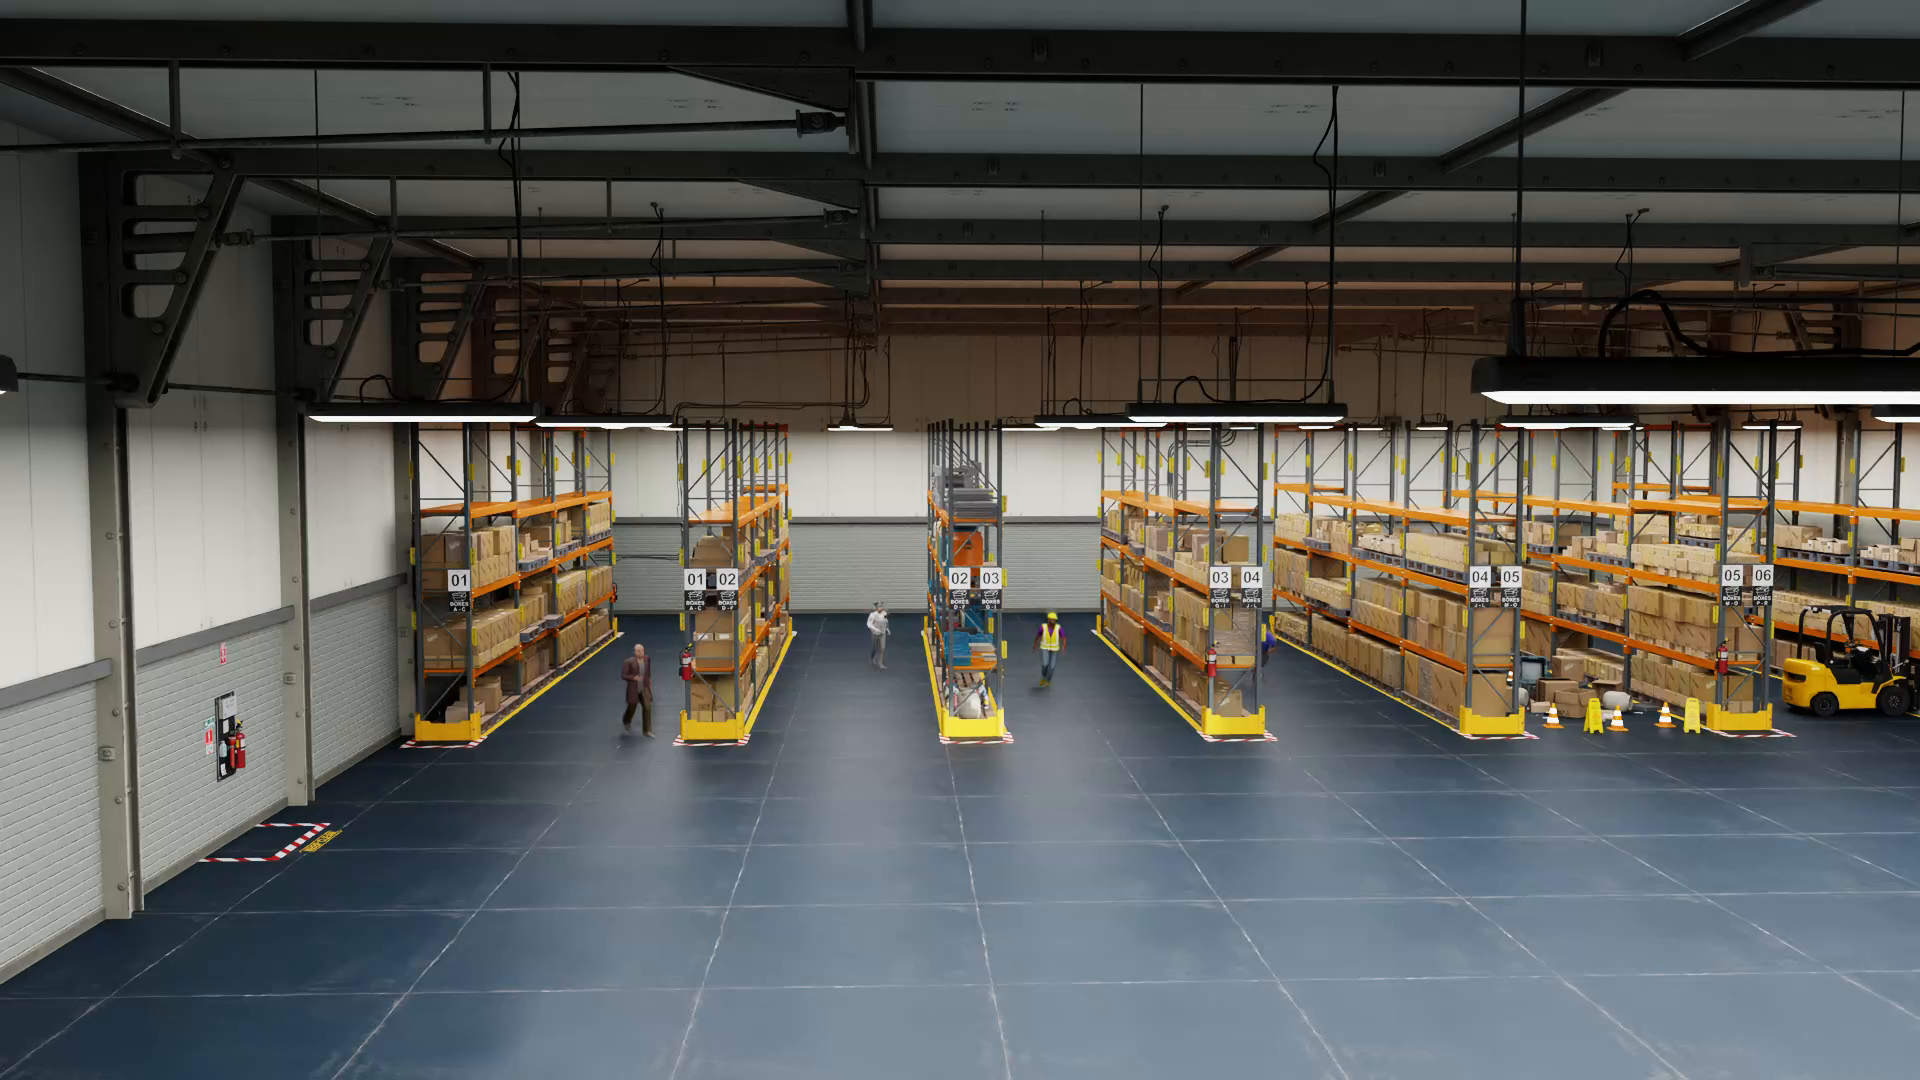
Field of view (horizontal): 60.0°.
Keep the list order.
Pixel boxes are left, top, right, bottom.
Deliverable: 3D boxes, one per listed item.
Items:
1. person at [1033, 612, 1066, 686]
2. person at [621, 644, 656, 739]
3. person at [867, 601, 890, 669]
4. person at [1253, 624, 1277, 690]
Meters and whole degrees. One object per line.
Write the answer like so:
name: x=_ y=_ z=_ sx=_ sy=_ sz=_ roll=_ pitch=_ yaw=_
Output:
person: x=2.032 y=2.463 z=37.300 sx=0.696 sy=1.703 sz=0.802 roll=0 pitch=4 yaw=-6
person: x=-6.085 y=2.816 z=31.251 sx=0.662 sy=1.753 sz=1.103 roll=-2 pitch=4 yaw=-31
person: x=-2.022 y=2.298 z=40.687 sx=0.598 sy=1.658 sz=0.849 roll=-1 pitch=4 yaw=-20
person: x=6.773 y=2.574 z=37.270 sx=0.567 sy=1.459 sz=1.081 roll=0 pitch=4 yaw=3
